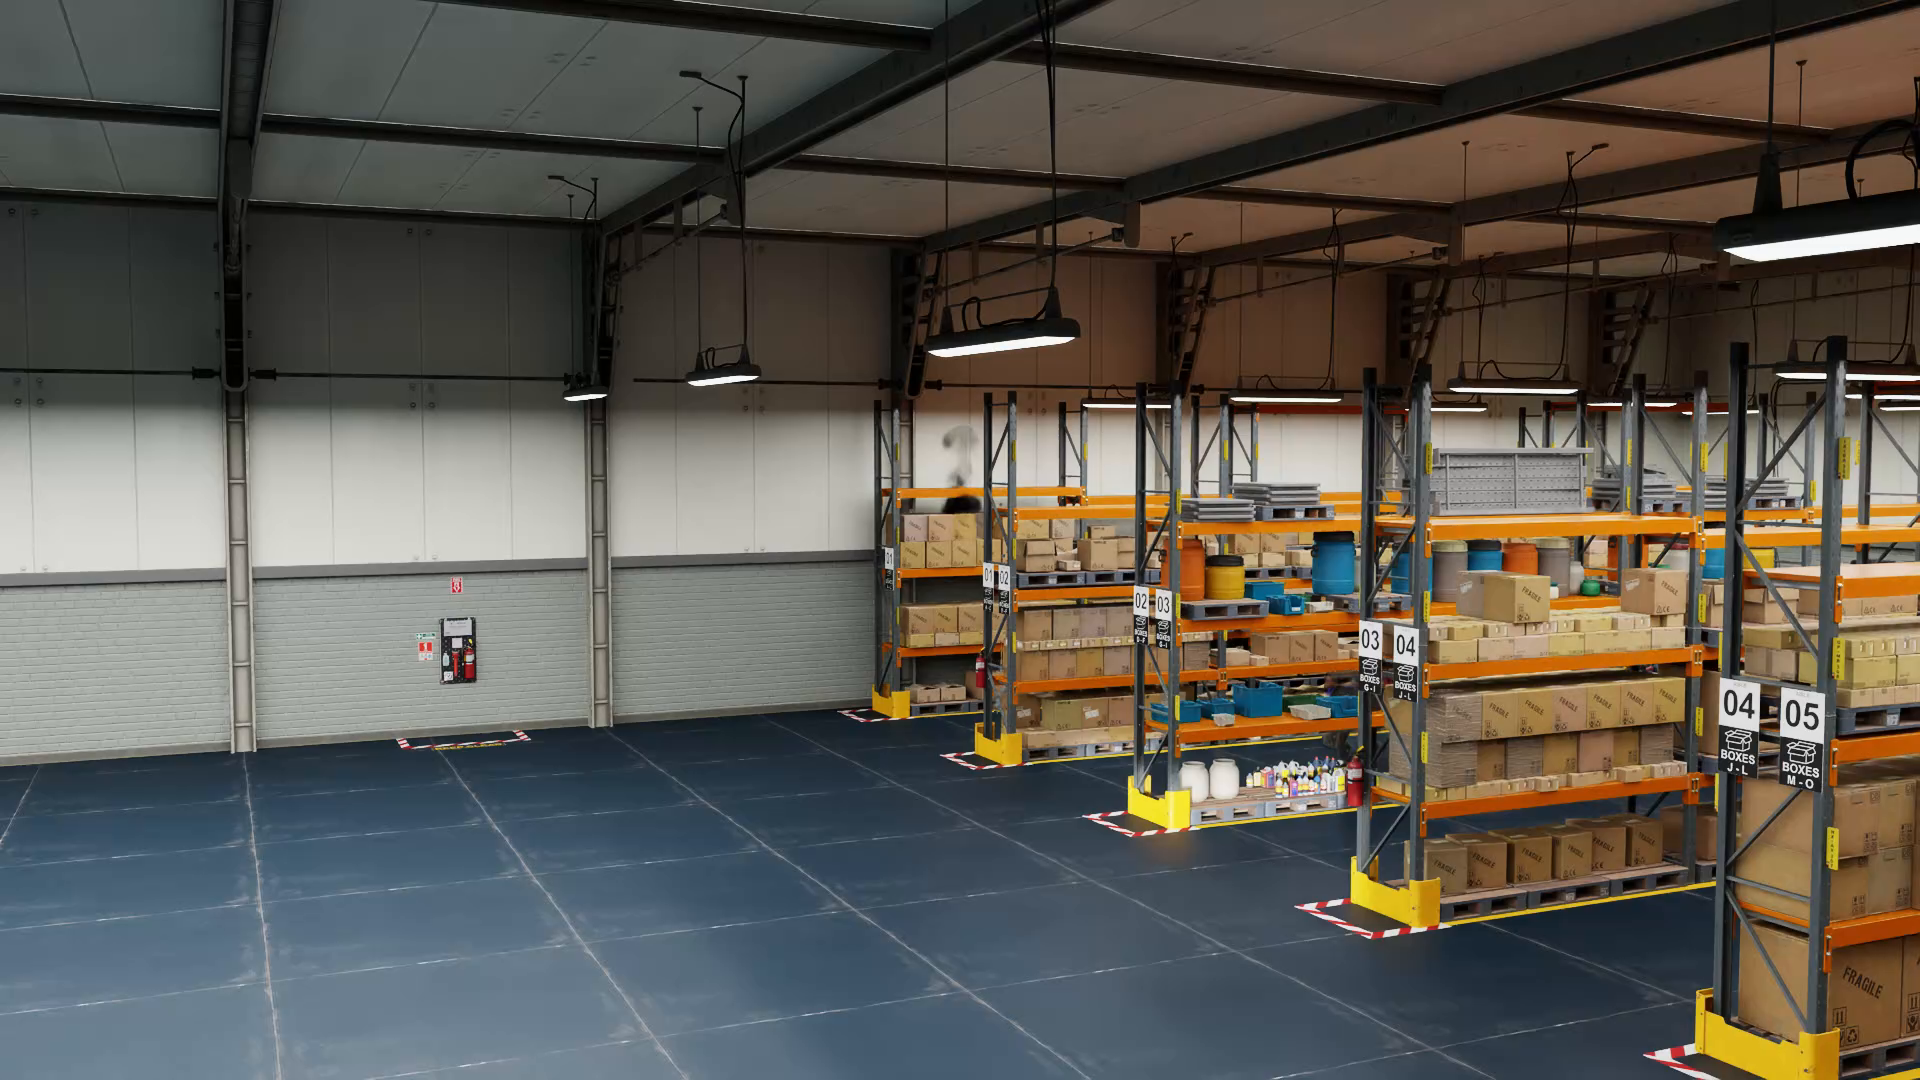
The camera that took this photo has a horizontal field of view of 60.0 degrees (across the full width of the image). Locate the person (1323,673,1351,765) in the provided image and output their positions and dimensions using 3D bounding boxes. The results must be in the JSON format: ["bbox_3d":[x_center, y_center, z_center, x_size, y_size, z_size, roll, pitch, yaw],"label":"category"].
[{"bbox_3d":[5.906,2.868,26.124,0.673,1.581,0.562,-2,4,-31],"label":"person"}]

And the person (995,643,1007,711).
[{"bbox_3d":[0.874,2.616,29.518,0.573,1.611,0.690,3,5,43],"label":"person"}]
